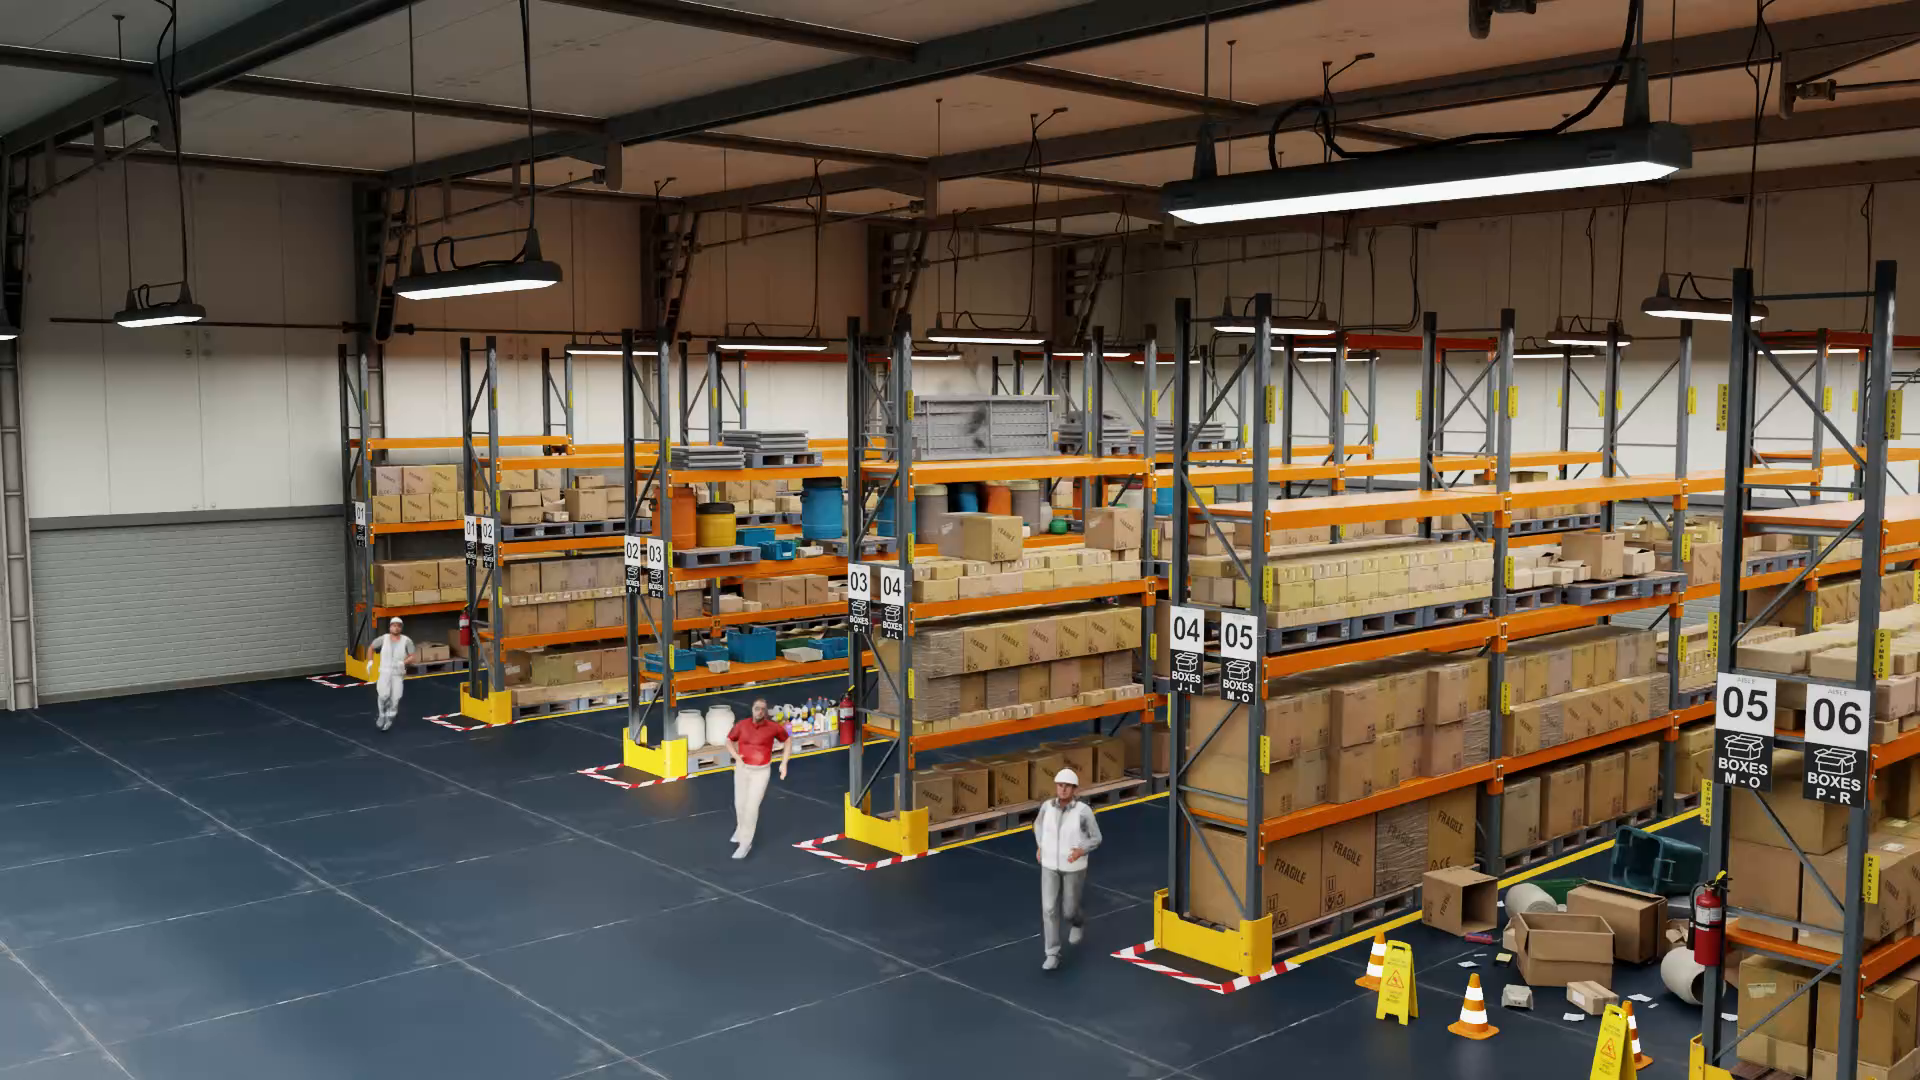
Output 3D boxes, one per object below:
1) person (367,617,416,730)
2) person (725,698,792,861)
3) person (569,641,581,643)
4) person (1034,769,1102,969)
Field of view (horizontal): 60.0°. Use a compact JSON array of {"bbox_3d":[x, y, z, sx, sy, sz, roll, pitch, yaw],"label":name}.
[{"bbox_3d":[-8.617,2.039,25.225,0.714,1.726,0.622,-2,5,-20],"label":"person"},{"bbox_3d":[-2.287,2.646,18.644,0.724,1.764,0.814,1,5,10],"label":"person"},{"bbox_3d":[-6.680,1.771,28.985,0.580,1.597,0.701,5,7,43],"label":"person"},{"bbox_3d":[0.939,2.939,15.030,0.679,1.744,0.874,2,5,21],"label":"person"}]
